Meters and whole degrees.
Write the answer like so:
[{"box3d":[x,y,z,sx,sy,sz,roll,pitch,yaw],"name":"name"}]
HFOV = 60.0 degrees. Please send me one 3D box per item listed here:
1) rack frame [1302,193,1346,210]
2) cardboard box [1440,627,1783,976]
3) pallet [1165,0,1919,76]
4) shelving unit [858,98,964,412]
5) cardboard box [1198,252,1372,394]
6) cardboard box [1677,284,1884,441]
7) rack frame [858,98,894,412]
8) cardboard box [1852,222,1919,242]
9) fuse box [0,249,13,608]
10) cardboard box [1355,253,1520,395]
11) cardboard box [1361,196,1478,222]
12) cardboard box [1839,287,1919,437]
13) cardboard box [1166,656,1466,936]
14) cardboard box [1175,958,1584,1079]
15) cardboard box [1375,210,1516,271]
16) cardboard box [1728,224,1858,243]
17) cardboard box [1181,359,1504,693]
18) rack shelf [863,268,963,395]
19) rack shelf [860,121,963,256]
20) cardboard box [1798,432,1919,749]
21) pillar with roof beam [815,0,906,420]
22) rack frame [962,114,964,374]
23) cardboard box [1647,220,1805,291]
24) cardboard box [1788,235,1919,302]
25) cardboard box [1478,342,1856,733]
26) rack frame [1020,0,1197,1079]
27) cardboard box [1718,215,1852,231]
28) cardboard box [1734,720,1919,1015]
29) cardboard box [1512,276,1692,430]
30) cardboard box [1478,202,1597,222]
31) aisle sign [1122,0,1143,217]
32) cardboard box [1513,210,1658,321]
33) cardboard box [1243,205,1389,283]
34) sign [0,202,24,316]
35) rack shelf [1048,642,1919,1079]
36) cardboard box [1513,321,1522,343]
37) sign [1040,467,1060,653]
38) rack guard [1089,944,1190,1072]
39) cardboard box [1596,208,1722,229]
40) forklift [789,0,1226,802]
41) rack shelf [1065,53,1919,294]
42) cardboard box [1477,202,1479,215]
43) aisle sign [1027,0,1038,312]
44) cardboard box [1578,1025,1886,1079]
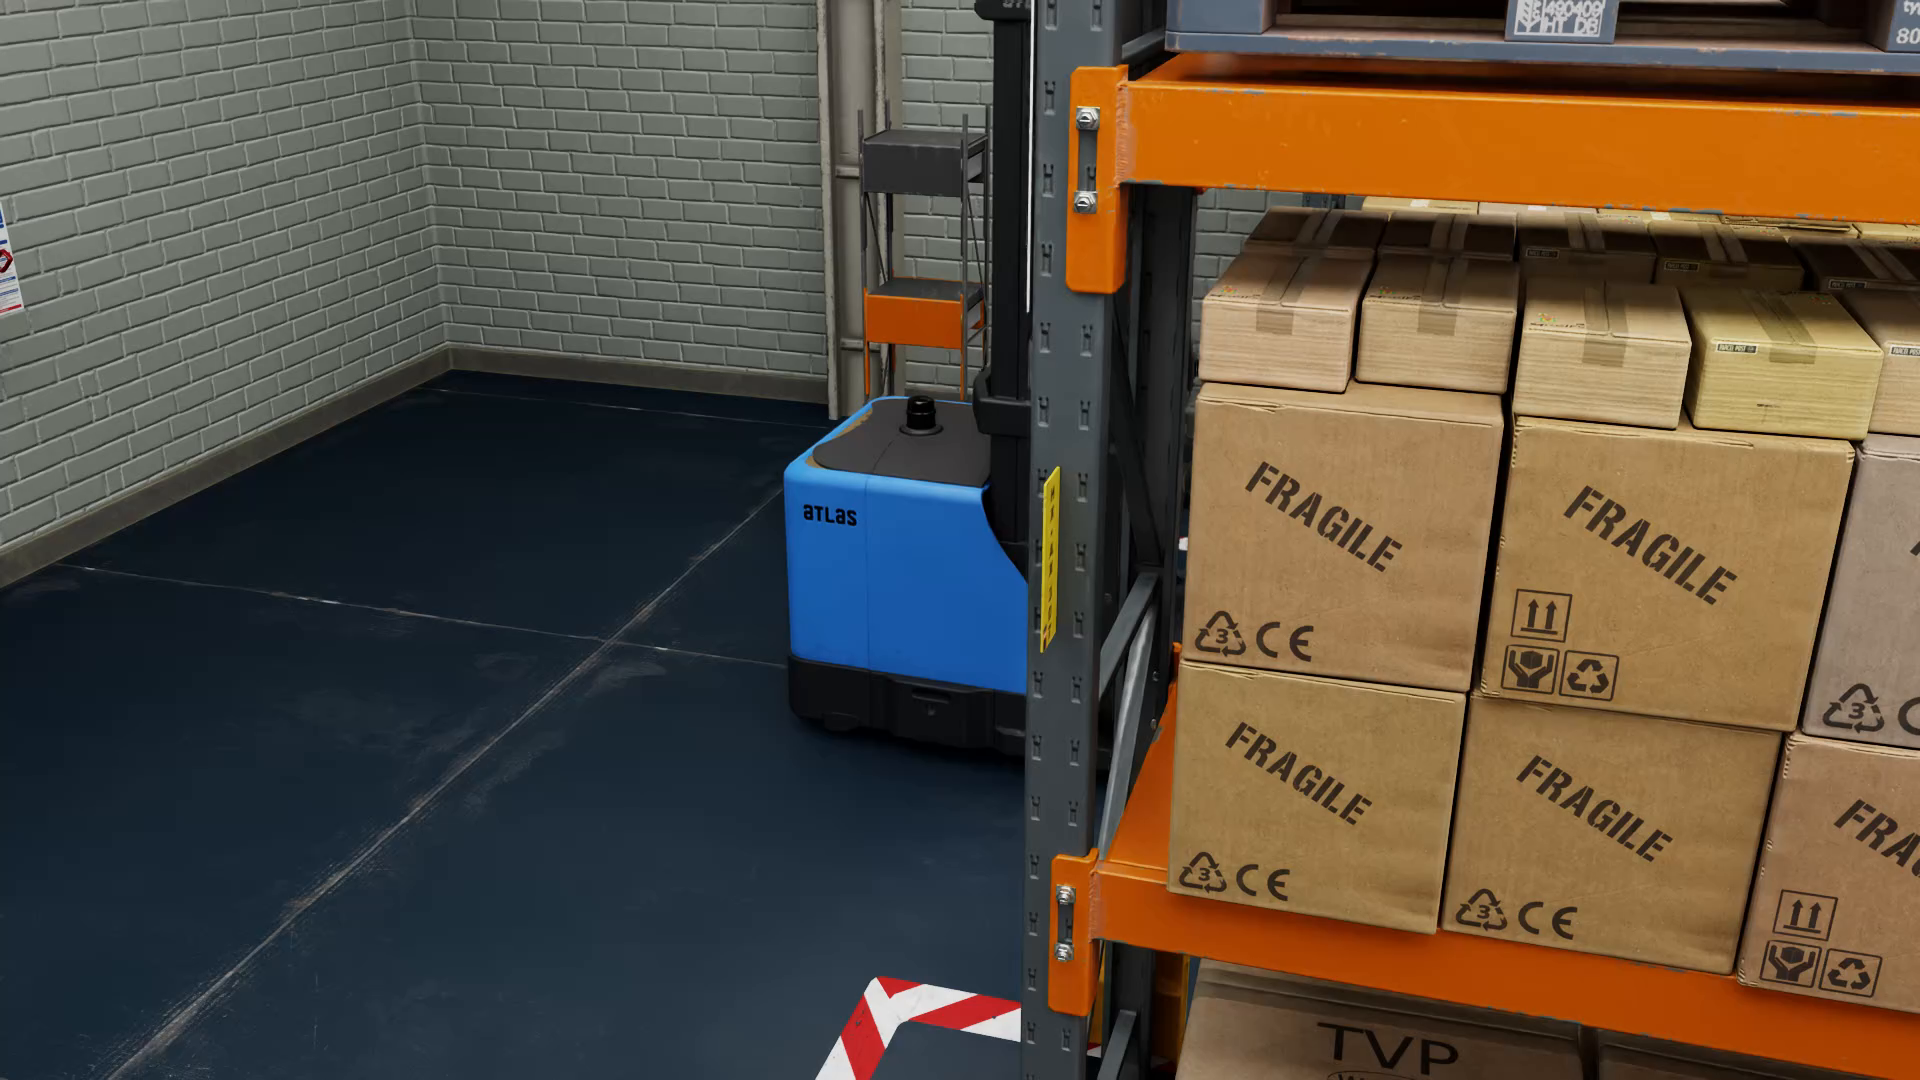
[{"box3d":[1.758,-1.531,8.049,0.127,3.000,1.000,7,23,16],"name":"rack frame"},{"box3d":[1.197,0.429,3.140,0.500,0.500,0.500,6,23,15],"name":"cardboard box"},{"box3d":[1.041,-0.996,2.910,1.213,0.211,1.003,7,23,15],"name":"pallet"},{"box3d":[-0.158,-0.990,7.916,0.503,2.100,0.431,7,23,16],"name":"shelving unit"},{"box3d":[0.588,-0.396,2.980,0.250,0.149,0.380,7,23,17],"name":"cardboard box"},{"box3d":[1.332,-0.301,2.747,0.250,0.149,0.380,6,23,14],"name":"cardboard box"},{"box3d":[-0.392,-1.016,7.981,0.015,2.100,0.400,7,23,16],"name":"rack frame"},{"box3d":[4.072,-1.237,7.138,0.500,0.250,0.500,6,23,15],"name":"cardboard box"},{"box3d":[-4.331,-0.488,7.204,0.414,1.711,0.539,7,23,16],"name":"fuse box"},{"box3d":[0.859,-0.394,2.973,0.250,0.149,0.380,7,23,17],"name":"cardboard box"},{"box3d":[2.115,-1.451,7.661,0.500,0.250,0.500,7,23,16],"name":"cardboard box"},{"box3d":[1.599,-0.291,2.724,0.250,0.149,0.380,7,23,16],"name":"cardboard box"},{"box3d":[0.704,0.384,3.250,0.500,0.500,0.500,6,23,15],"name":"cardboard box"},{"box3d":[0.988,1.300,3.970,0.875,0.438,0.875,6,23,14],"name":"cardboard box"},{"box3d":[0.979,-0.550,3.355,0.250,0.149,0.380,7,23,16],"name":"cardboard box"},{"box3d":[3.579,-1.293,7.277,0.500,0.250,0.500,6,23,14],"name":"cardboard box"},{"box3d":[0.705,-0.080,3.062,0.500,0.500,0.500,6,23,14],"name":"cardboard box"},{"box3d":[-0.158,-0.977,7.921,0.480,0.518,0.431,7,23,16],"name":"rack shelf"},{"box3d":[-0.158,-1.625,7.655,0.480,0.518,0.431,7,23,16],"name":"rack shelf"},{"box3d":[1.697,0.028,2.800,0.500,0.500,0.500,6,23,15],"name":"cardboard box"},{"box3d":[-1.807,-3.365,4.617,0.400,9.000,9.100,7,23,16],"name":"pillar with roof beam"},{"box3d":[0.075,-0.963,7.851,0.015,2.100,0.400,7,23,16],"name":"rack frame"},{"box3d":[1.480,-0.510,3.257,0.250,0.149,0.380,7,23,17],"name":"cardboard box"},{"box3d":[1.710,-0.456,3.124,0.250,0.149,0.380,6,23,15],"name":"cardboard box"},{"box3d":[1.202,-0.026,2.931,0.500,0.500,0.500,6,23,14],"name":"cardboard box"},{"box3d":[0.328,0.273,3.652,0.127,3.000,1.000,7,23,16],"name":"rack frame"},{"box3d":[3.551,-1.634,7.119,0.500,0.500,0.500,7,23,17],"name":"cardboard box"},{"box3d":[1.678,0.491,2.988,0.500,0.500,0.500,6,23,15],"name":"cardboard box"},{"box3d":[1.075,-0.323,2.802,0.250,0.149,0.380,7,23,17],"name":"cardboard box"},{"box3d":[2.597,-1.396,7.527,0.500,0.250,0.500,7,23,16],"name":"cardboard box"},{"box3d":[0.348,-1.050,3.452,0.004,0.787,0.394,7,23,16],"name":"aisle sign"},{"box3d":[1.251,-0.552,3.360,0.250,0.149,0.380,6,23,15],"name":"cardboard box"},{"box3d":[0.729,-0.569,3.401,0.250,0.149,0.380,7,23,16],"name":"cardboard box"},{"box3d":[-4.386,-1.242,7.471,0.001,0.494,0.329,7,23,16],"name":"sign"},{"box3d":[2.242,0.825,3.254,4.000,0.370,1.077,7,23,16],"name":"rack shelf"},{"box3d":[1.367,-0.223,3.411,0.500,0.500,0.500,7,23,16],"name":"cardboard box"},{"box3d":[0.162,0.037,2.982,0.005,0.325,0.100,7,23,16],"name":"sign"},{"box3d":[0.305,1.427,4.133,0.348,0.500,1.175,7,23,16],"name":"rack guard"},{"box3d":[3.083,-1.342,7.394,0.500,0.250,0.500,6,23,14],"name":"cardboard box"},{"box3d":[0.824,-0.561,5.777,3.031,2.935,1.130,15,27,32],"name":"forklift"},{"box3d":[2.242,-0.563,2.685,4.000,0.370,1.077,7,23,16],"name":"rack shelf"},{"box3d":[2.275,-1.645,8.133,0.500,0.250,0.500,7,23,17],"name":"cardboard box"},{"box3d":[0.175,-0.832,2.921,0.004,0.787,0.394,7,23,16],"name":"aisle sign"},{"box3d":[1.867,1.397,3.733,0.875,0.438,0.875,7,23,17],"name":"cardboard box"}]
